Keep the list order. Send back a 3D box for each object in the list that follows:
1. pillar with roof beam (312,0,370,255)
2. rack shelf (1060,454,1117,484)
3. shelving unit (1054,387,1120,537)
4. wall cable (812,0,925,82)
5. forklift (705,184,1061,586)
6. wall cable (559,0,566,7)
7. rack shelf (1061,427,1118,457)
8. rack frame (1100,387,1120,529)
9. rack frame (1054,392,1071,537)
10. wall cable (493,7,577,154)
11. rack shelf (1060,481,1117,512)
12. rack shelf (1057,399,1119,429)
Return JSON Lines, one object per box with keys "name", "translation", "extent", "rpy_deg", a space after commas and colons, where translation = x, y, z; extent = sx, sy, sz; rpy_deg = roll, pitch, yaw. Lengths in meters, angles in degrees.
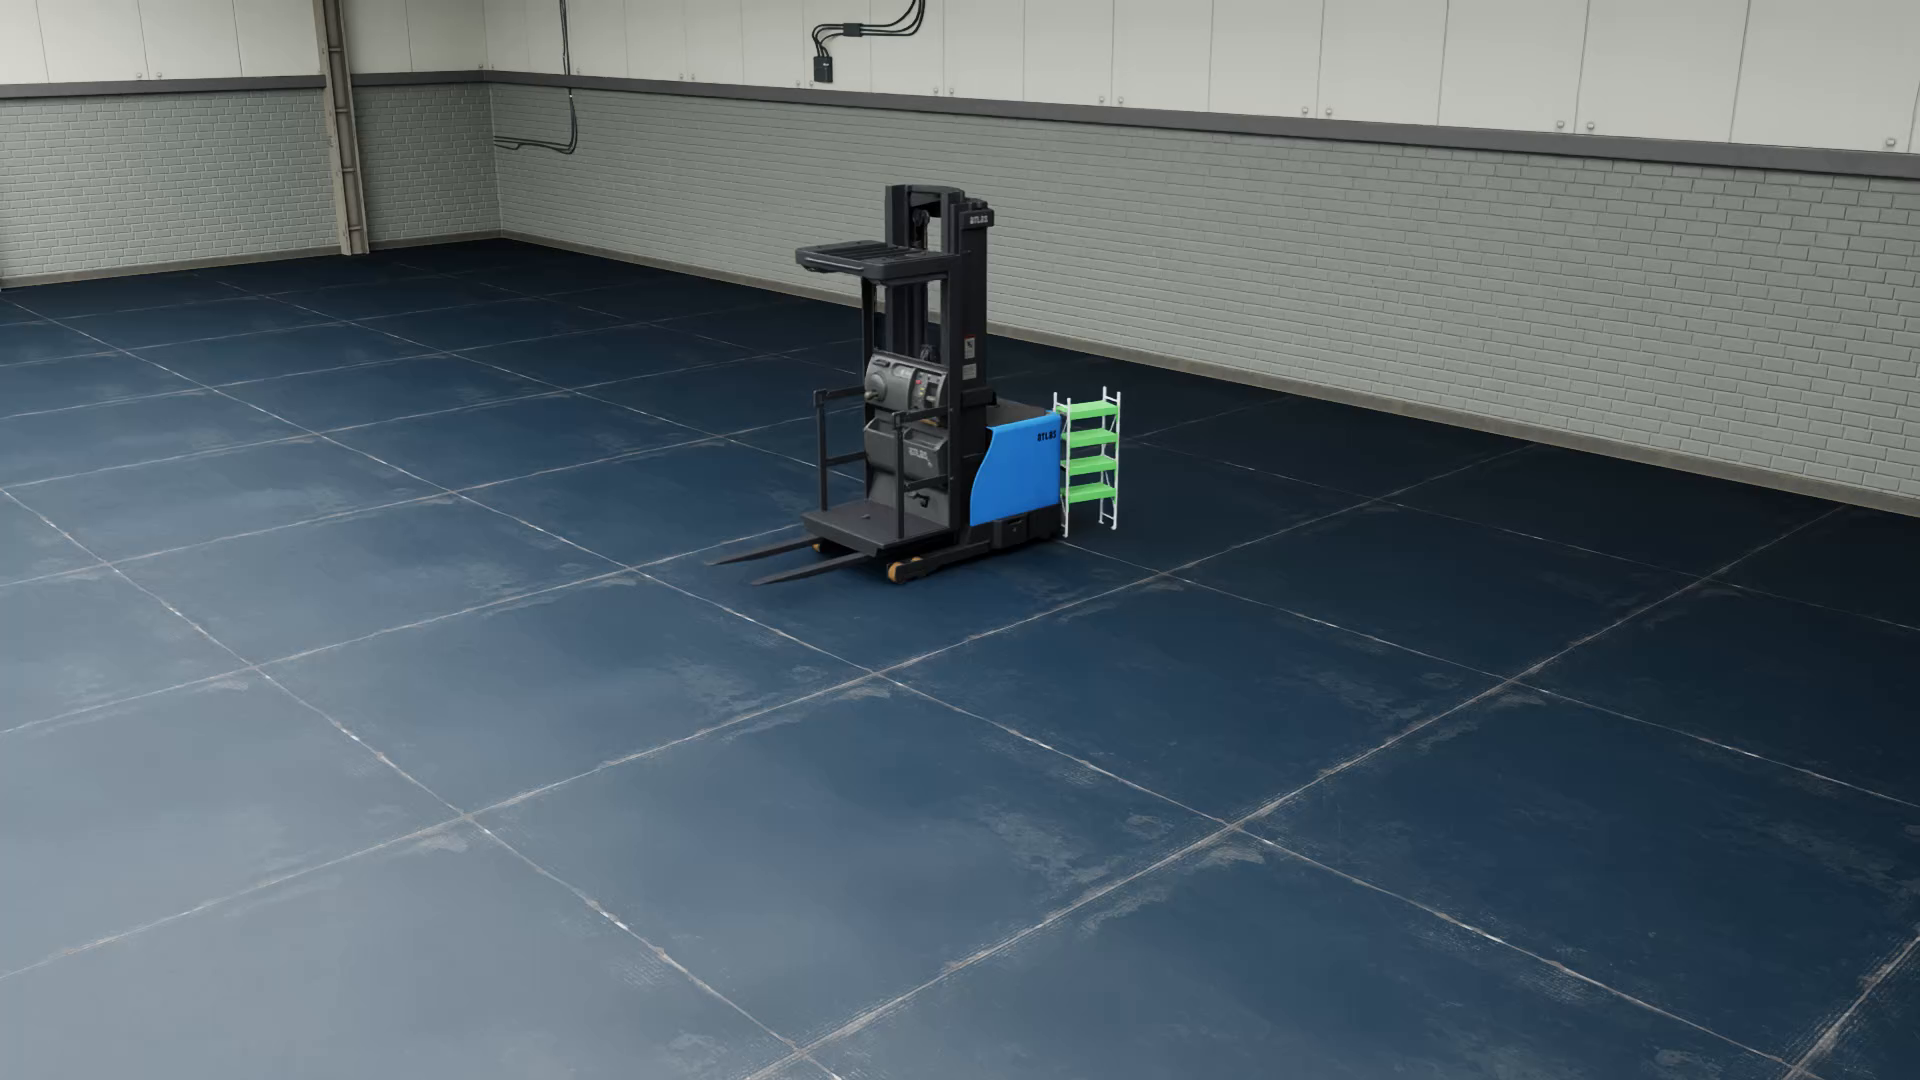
{"name": "pillar with roof beam", "translation": [-7.901, -8.465, 25.502], "extent": [0.400, 9.000, 9.100], "rpy_deg": [-16, 24, -41]}
{"name": "rack shelf", "translation": [1.064, -0.603, 14.106], "extent": [0.480, 0.148, 0.258], "rpy_deg": [-9, 20, -26]}
{"name": "shelving unit", "translation": [1.064, -0.664, 14.086], "extent": [0.503, 1.200, 0.258], "rpy_deg": [-9, 20, -26]}
{"name": "wall cable", "translation": [-1.299, -9.244, 22.392], "extent": [0.169, 6.003, 2.305], "rpy_deg": [-16, 24, -41]}
{"name": "forklift", "translation": [-0.590, -1.235, 13.042], "extent": [3.031, 2.935, 1.130], "rpy_deg": [-15, 23, -39]}
{"name": "wall cable", "translation": [-5.951, -10.076, 27.319], "extent": [0.112, 2.526, 3.097], "rpy_deg": [-16, 24, -41]}
{"name": "rack shelf", "translation": [1.064, -0.831, 14.032], "extent": [0.480, 0.148, 0.258], "rpy_deg": [-9, 20, -26]}
{"name": "rack frame", "translation": [1.280, -0.699, 14.194], "extent": [0.015, 1.200, 0.240], "rpy_deg": [-9, 20, -26]}
{"name": "rack frame", "translation": [0.848, -0.628, 13.978], "extent": [0.015, 1.200, 0.240], "rpy_deg": [-9, 20, -26]}
{"name": "wall cable", "translation": [-7.809, -8.280, 29.968], "extent": [0.112, 2.526, 3.097], "rpy_deg": [-16, 24, -41]}
{"name": "rack shelf", "translation": [1.064, -0.374, 14.180], "extent": [0.480, 0.148, 0.258], "rpy_deg": [-9, 20, -26]}
{"name": "rack shelf", "translation": [1.064, -1.059, 13.958], "extent": [0.480, 0.148, 0.258], "rpy_deg": [-9, 20, -26]}
